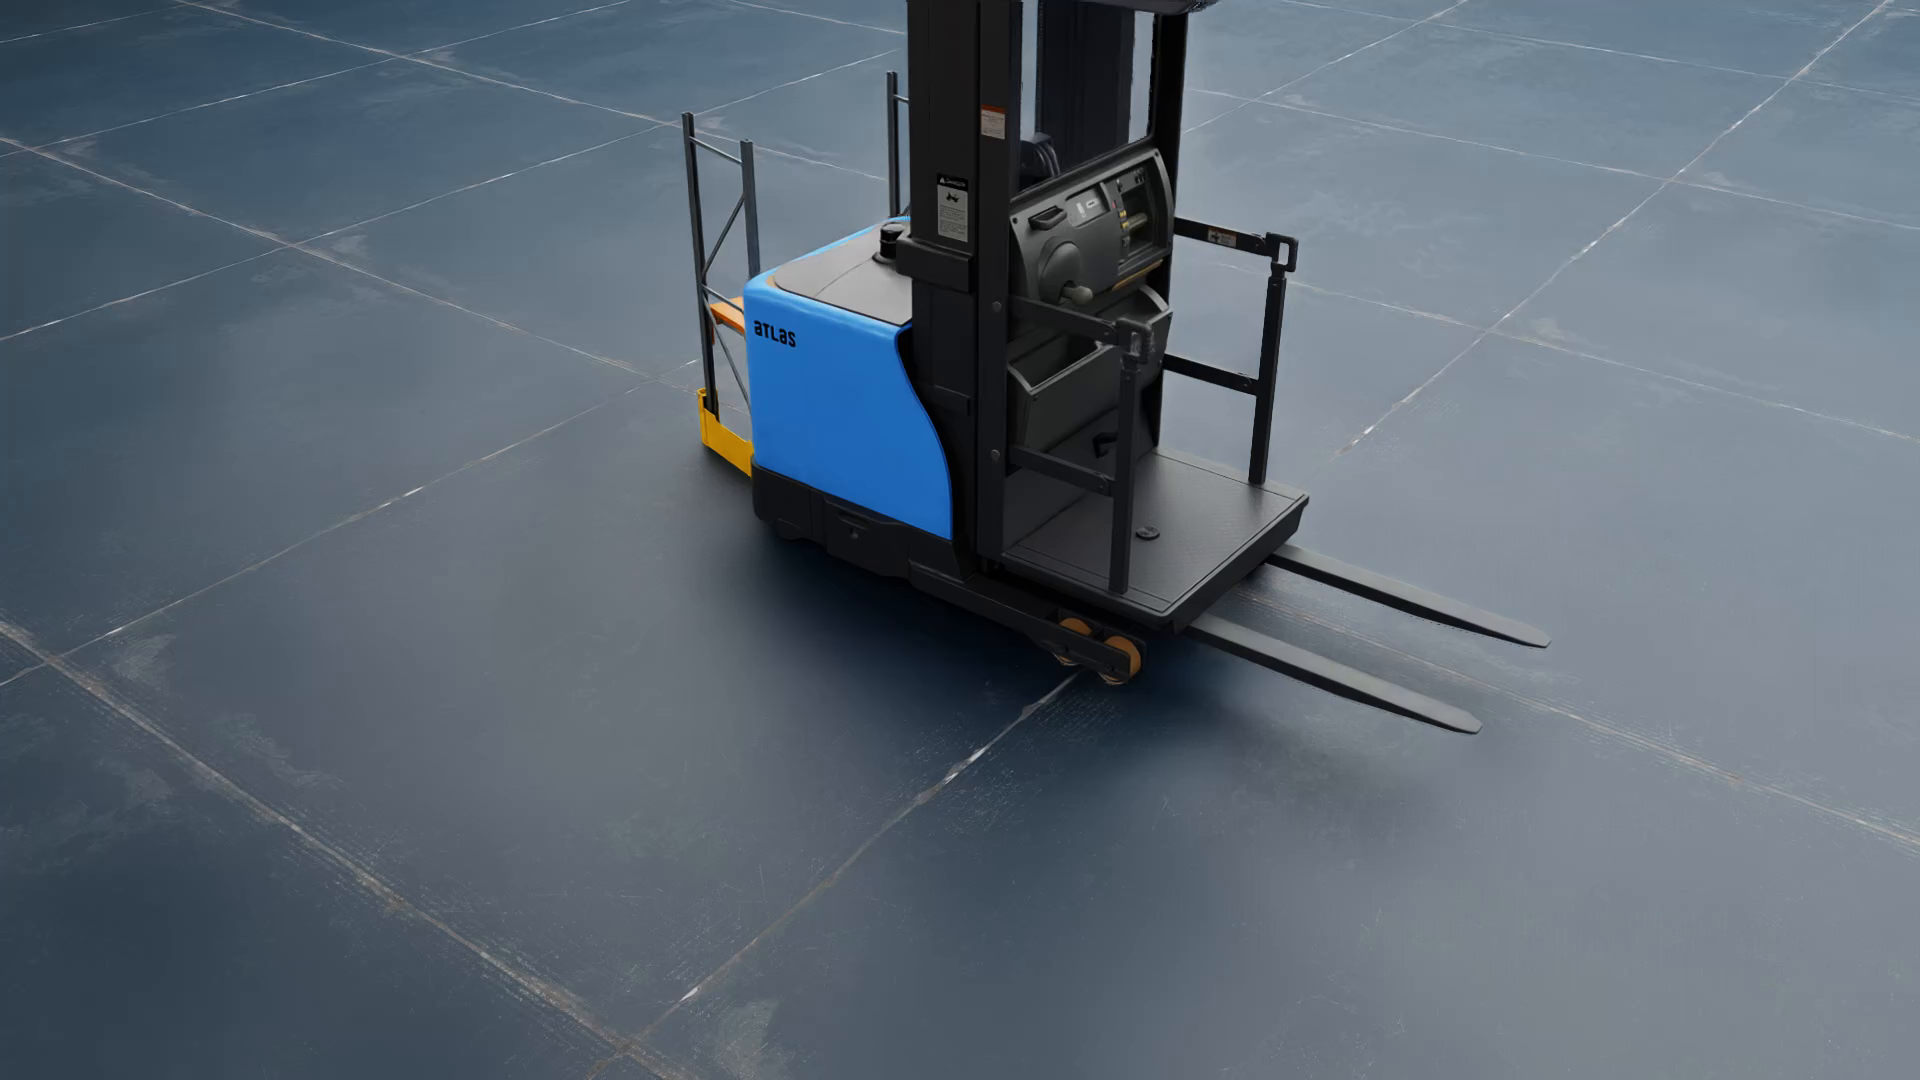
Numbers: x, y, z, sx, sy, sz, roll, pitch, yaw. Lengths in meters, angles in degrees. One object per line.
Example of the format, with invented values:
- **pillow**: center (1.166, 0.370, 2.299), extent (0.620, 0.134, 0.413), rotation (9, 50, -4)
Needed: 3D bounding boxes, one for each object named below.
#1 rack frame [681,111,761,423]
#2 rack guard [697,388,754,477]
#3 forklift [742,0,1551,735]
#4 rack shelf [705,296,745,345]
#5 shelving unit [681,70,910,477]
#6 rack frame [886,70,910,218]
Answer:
- **rack frame**: center (-0.963, -0.988, 6.946), extent (0.032, 1.500, 0.500), rotation (-21, 37, -32)
- **rack guard**: center (-0.962, -0.451, 7.265), extent (0.087, 0.250, 0.587), rotation (-21, 37, -32)
- **forklift**: center (0.635, -1.058, 5.660), extent (3.031, 2.935, 1.130), rotation (21, 37, 31)
- **rack shelf**: center (-0.560, -0.991, 7.305), extent (1.000, 0.185, 0.538), rotation (-21, 37, -32)
- **shelving unit**: center (-0.567, -1.143, 7.208), extent (1.083, 1.500, 0.587), rotation (-21, 37, -32)
- **rack frame**: center (-0.157, -1.304, 7.480), extent (0.032, 1.500, 0.500), rotation (-21, 37, -32)
